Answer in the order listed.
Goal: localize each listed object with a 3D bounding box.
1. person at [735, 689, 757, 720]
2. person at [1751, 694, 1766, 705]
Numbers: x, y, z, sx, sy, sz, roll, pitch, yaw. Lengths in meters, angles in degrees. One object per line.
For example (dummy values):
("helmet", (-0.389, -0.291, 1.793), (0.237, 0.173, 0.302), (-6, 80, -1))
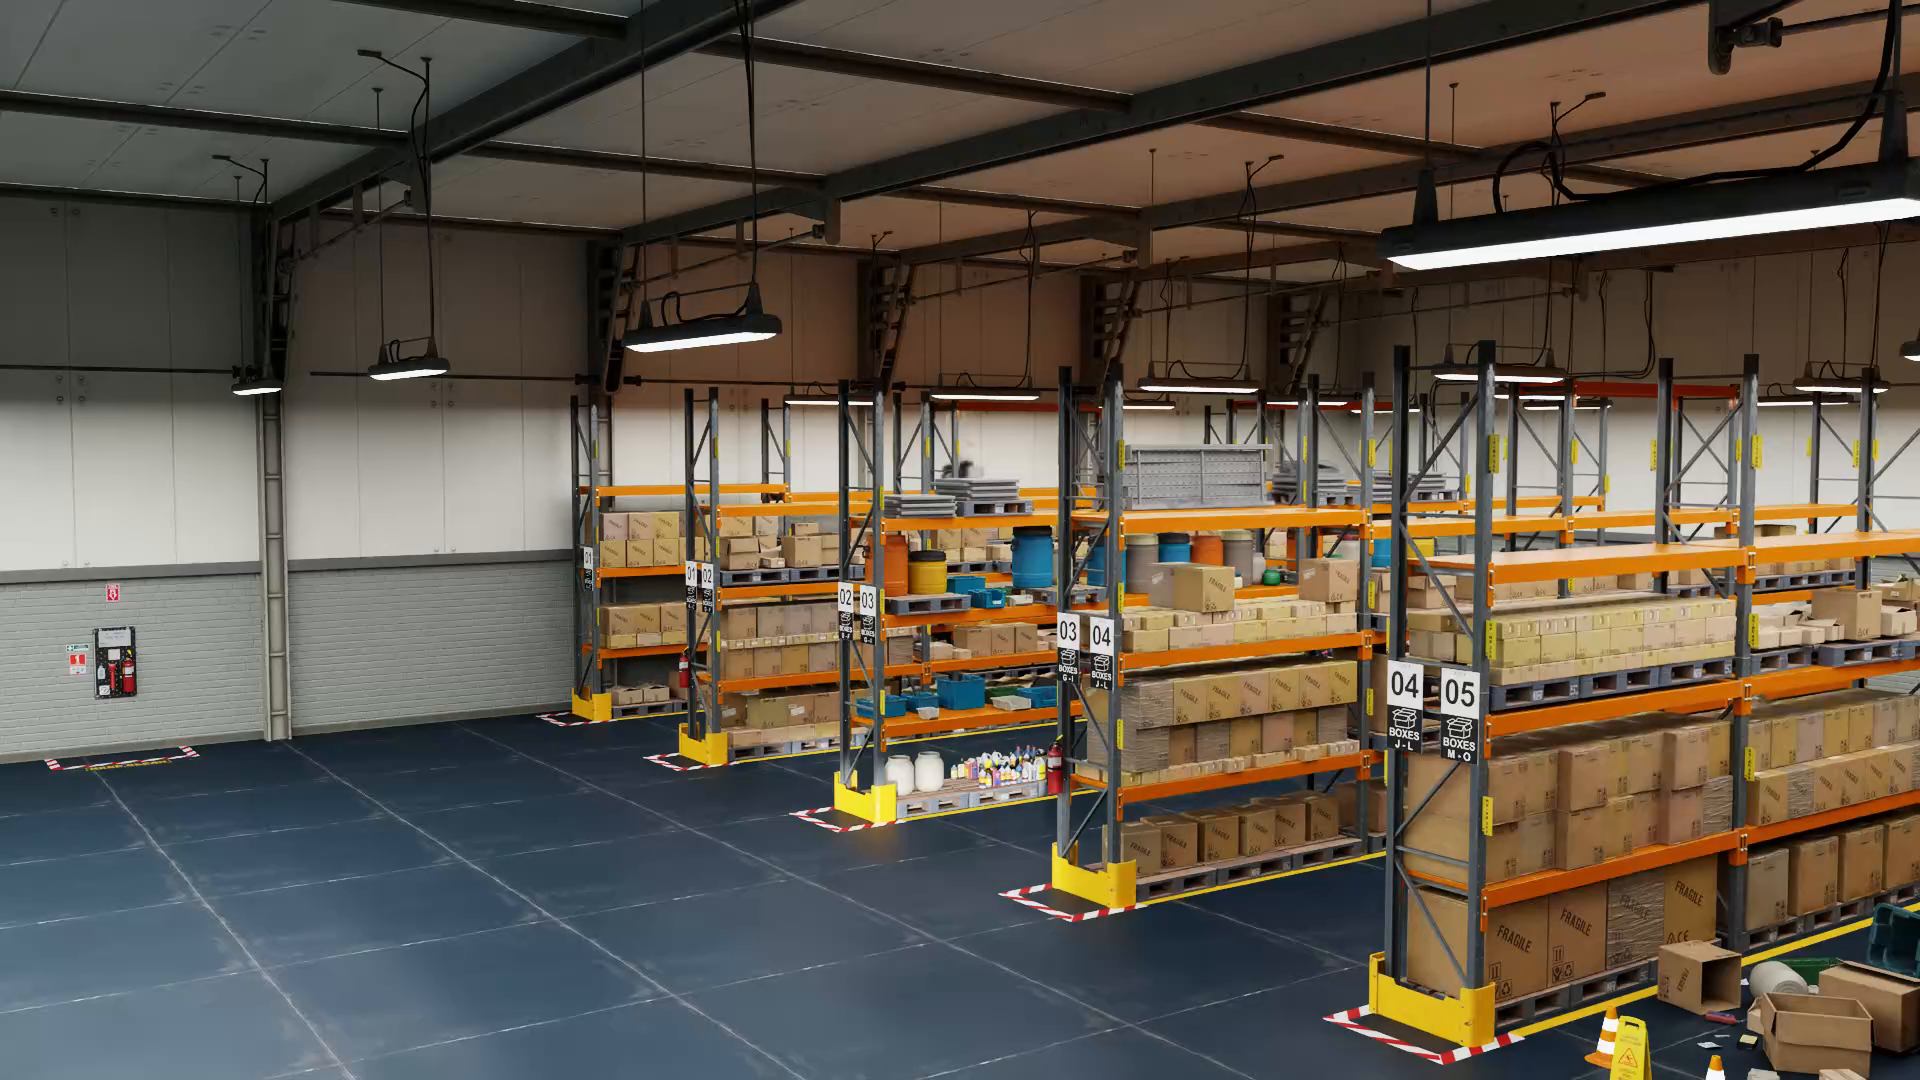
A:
("person", (-3.758, 2.515, 29.511), (0.668, 1.744, 0.722), (3, 4, 39))
("person", (10.987, 2.942, 23.020), (0.812, 1.733, 0.573), (-3, 5, -41))
